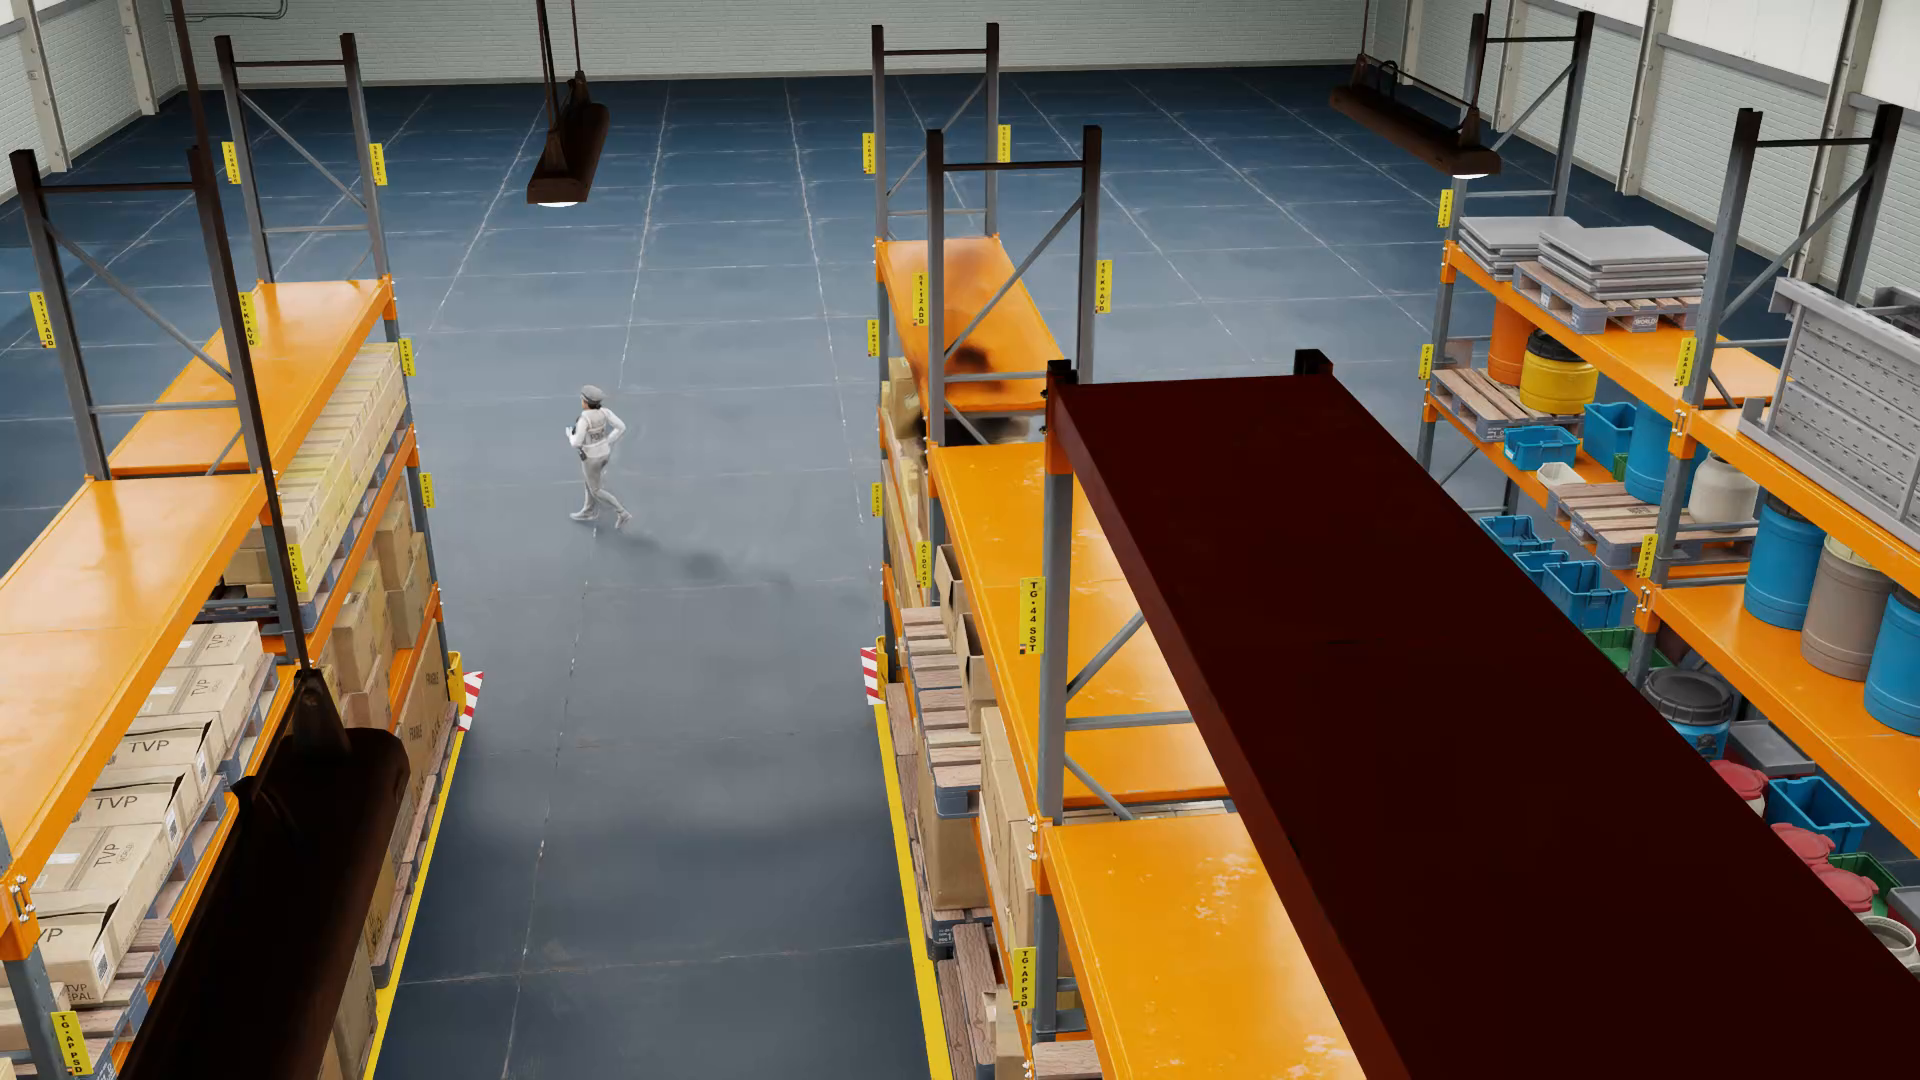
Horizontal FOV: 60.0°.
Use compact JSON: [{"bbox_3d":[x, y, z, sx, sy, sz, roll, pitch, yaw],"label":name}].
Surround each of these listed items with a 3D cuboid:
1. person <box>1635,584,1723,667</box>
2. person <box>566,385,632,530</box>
[{"bbox_3d":[6.320,0.882,14.650,0.711,1.769,0.900,-5,26,-11],"label":"person"},{"bbox_3d":[-4.047,-0.918,18.424,0.903,1.674,0.614,12,28,23],"label":"person"}]
